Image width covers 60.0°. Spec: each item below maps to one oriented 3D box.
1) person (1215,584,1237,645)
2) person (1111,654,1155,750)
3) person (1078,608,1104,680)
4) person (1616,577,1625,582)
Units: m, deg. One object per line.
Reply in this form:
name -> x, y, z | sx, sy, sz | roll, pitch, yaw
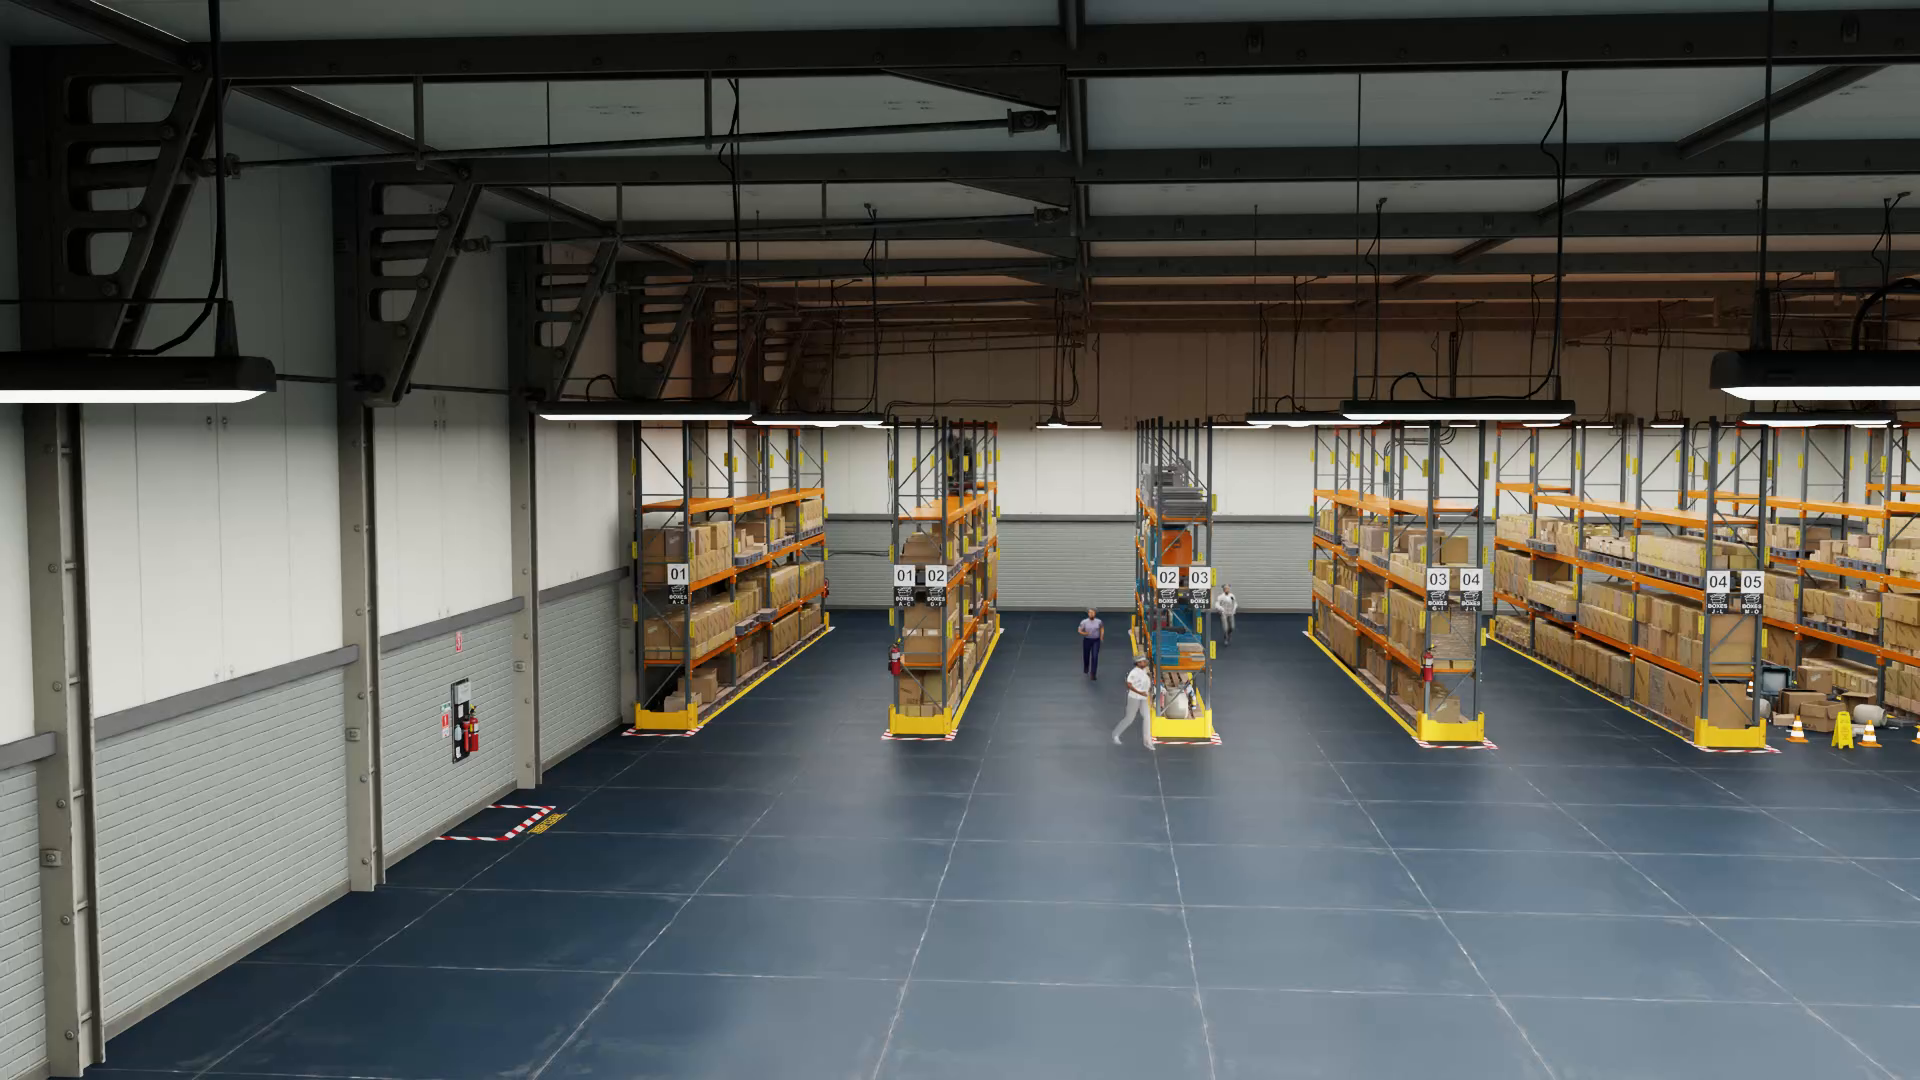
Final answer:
person -> 7.145, 1.987, 44.551 | 0.583, 1.650, 0.564 | 0, 4, -4
person -> 3.246, 2.909, 30.170 | 0.905, 1.685, 0.669 | 4, 5, 44
person -> 3.037, 2.390, 38.468 | 0.626, 1.625, 0.823 | 0, 4, 0
person -> 18.672, 1.830, 47.082 | 0.734, 1.718, 0.542 | 0, 4, -2
